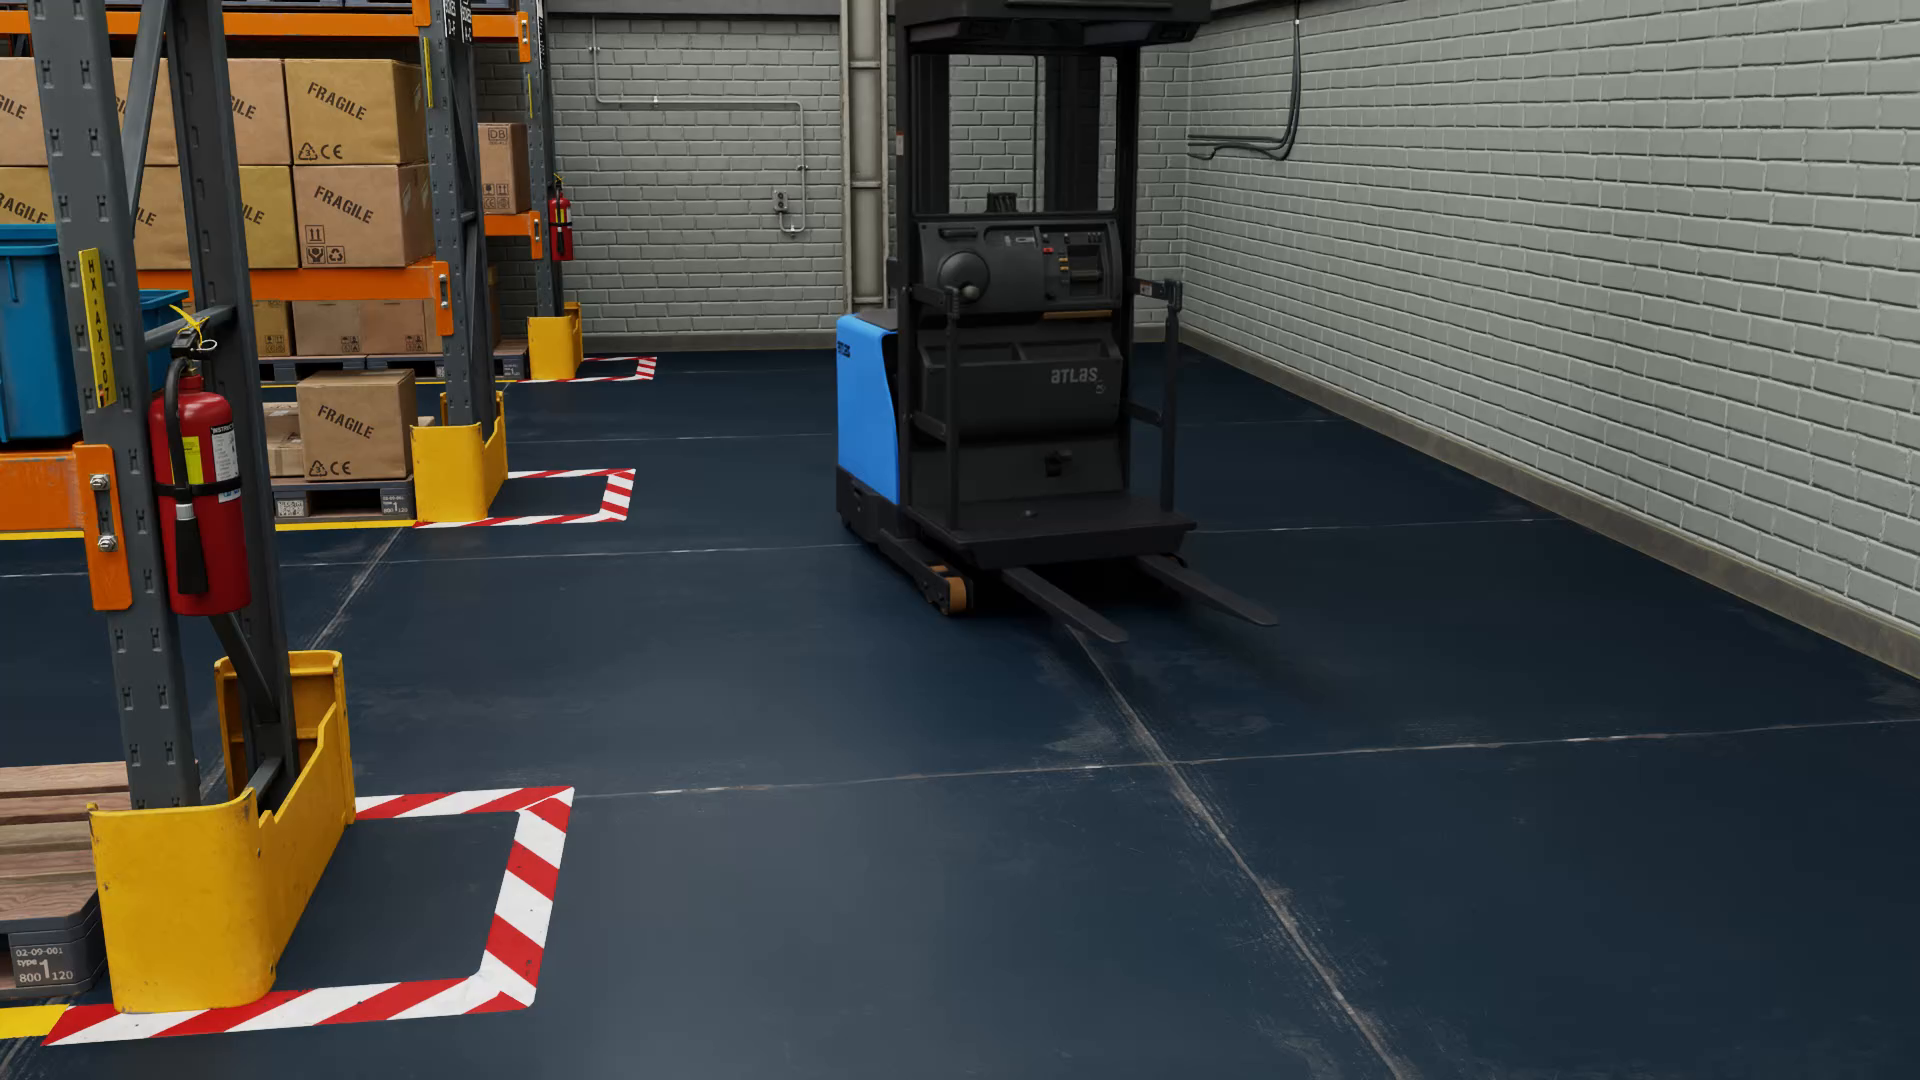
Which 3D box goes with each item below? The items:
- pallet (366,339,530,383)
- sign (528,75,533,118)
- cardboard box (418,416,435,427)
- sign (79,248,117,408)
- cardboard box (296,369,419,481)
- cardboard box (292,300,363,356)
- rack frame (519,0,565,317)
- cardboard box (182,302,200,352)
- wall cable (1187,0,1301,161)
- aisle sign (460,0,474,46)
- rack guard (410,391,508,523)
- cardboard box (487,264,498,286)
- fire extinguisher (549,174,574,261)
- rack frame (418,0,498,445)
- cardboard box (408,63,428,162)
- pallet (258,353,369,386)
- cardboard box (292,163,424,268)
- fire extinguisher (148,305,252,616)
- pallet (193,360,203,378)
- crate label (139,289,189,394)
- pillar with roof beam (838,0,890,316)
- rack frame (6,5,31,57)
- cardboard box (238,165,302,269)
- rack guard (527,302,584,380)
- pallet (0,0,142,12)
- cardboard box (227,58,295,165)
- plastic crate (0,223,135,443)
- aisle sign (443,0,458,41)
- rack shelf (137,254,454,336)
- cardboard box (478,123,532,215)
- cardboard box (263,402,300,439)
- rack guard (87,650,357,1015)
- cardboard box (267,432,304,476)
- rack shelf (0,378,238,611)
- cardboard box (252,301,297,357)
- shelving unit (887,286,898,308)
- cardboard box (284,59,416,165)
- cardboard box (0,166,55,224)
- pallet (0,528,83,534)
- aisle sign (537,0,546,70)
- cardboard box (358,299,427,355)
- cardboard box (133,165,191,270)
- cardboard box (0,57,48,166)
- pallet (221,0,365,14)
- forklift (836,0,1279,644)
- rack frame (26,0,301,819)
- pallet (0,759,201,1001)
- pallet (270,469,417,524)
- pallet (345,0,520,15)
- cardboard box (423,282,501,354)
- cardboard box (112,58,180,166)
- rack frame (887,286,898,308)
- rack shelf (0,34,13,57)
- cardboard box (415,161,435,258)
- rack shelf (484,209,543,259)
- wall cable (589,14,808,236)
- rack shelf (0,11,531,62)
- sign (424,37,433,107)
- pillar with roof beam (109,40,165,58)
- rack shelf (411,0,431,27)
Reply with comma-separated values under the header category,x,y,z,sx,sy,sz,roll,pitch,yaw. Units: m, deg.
category,x,y,z,sx,sy,sz,roll,pitch,yaw
pallet,-4.165,-1.481,13.692,1.213,0.211,1.003,-2,14,-8
sign,-3.318,-3.426,12.851,0.005,0.325,0.100,-2,14,-8
cardboard box,-3.109,-0.588,9.355,0.250,0.149,0.380,-2,14,-8
sign,-1.812,-0.445,3.496,0.005,0.325,0.100,-2,14,-8
cardboard box,-3.145,-0.612,8.728,0.500,0.500,0.500,-2,14,-8
cardboard box,-5.055,-1.786,13.453,0.500,0.500,0.700,-3,14,-10
rack frame,-3.386,-2.881,13.543,0.127,3.000,1.000,-2,14,-8
cardboard box,-6.089,-1.747,13.297,0.500,0.500,0.700,-2,14,-9
wall cable,2.261,-4.404,13.666,0.112,2.526,3.097,-2,14,-8
aisle sign,-2.620,-3.024,8.768,0.004,0.787,0.394,-2,14,-8
rack guard,-2.719,-0.474,9.086,0.348,0.500,1.175,-2,14,-8
cardboard box,-3.969,-2.190,13.730,0.250,0.149,0.380,-2,14,-8
fire extinguisher,-3.168,-2.557,13.177,0.183,0.674,0.296,-2,14,-8
rack frame,-2.644,-1.690,8.792,0.127,3.000,1.000,-2,14,-8
cardboard box,-3.122,-2.270,8.847,0.500,0.500,0.500,-2,14,-7
pallet,-5.368,-1.437,13.519,1.213,0.211,1.003,-2,14,-8
cardboard box,-3.046,-1.656,8.454,0.500,0.500,0.500,-2,14,-7
fire extinguisher,-1.693,-0.176,3.682,0.183,0.674,0.296,-2,14,-8
pallet,-6.577,-1.392,13.339,1.213,0.211,1.003,-2,14,-8
crate label,-2.203,-0.516,4.334,0.303,0.233,0.416,-2,14,-8
pillar with roof beam,-0.203,-5.061,9.904,0.400,9.000,9.100,-2,14,-8
rack frame,-7.341,-2.736,12.965,0.127,3.000,1.000,-2,14,-8
cardboard box,-3.559,-1.637,8.376,0.500,0.500,0.500,-2,14,-8
rack guard,-3.362,-1.669,13.851,0.348,0.500,1.175,-2,14,-8
pallet,-6.530,-4.175,12.719,1.213,0.211,1.003,-2,14,-8
cardboard box,-3.542,-2.122,8.257,0.500,0.500,0.500,-2,14,-7
plastic crate,-2.213,-0.487,3.802,0.499,0.435,0.616,-2,14,-8
aisle sign,-2.531,-2.879,8.192,0.004,0.787,0.394,-2,14,-8
rack shelf,-4.622,-1.268,8.591,4.000,0.370,1.077,-2,14,-8
cardboard box,-3.888,-3.006,13.423,0.700,0.700,0.980,-1,14,-6
cardboard box,-3.718,-0.600,9.195,0.500,0.250,0.500,-2,14,-8
rack guard,-1.888,0.711,4.361,0.348,0.500,1.175,-2,14,-8
cardboard box,-3.559,-0.457,8.797,0.250,0.166,0.380,-2,14,-8
rack shelf,-3.887,-0.077,3.839,4.000,0.370,1.077,-2,14,-8
cardboard box,-5.581,-1.765,13.369,0.500,0.500,0.700,-2,14,-7
shelving unit,-0.107,-0.769,8.821,0.503,1.200,0.258,-5,15,-19
cardboard box,-3.043,-2.141,8.331,0.500,0.500,0.500,-2,14,-9
cardboard box,-4.551,-1.602,8.237,0.500,0.500,0.500,-2,14,-9
pallet,-4.711,-0.262,8.831,1.213,0.211,1.003,-2,14,-8
aisle sign,-3.270,-4.072,12.950,0.004,0.787,0.394,-2,14,-8
cardboard box,-4.558,-1.805,13.527,0.500,0.500,0.700,-2,14,-8
cardboard box,-4.053,-1.620,8.309,0.500,0.500,0.500,-2,14,-8
cardboard box,-4.562,-2.084,8.103,0.500,0.500,0.500,-2,14,-7
pallet,-5.327,-4.218,12.892,1.213,0.211,1.003,-2,14,-8
forklift,0.343,-1.218,7.052,1.130,2.935,3.031,-5,15,-19
rack frame,-1.910,-0.498,4.041,0.127,3.000,1.000,-2,14,-8
pallet,-2.731,0.875,4.298,1.213,0.211,1.003,-2,14,-8
pallet,-3.507,-0.305,9.005,1.213,0.211,1.003,-2,14,-8
pallet,-4.118,-4.264,13.072,1.213,0.211,1.003,-2,14,-8
cardboard box,-4.063,-1.823,13.599,0.500,0.500,0.700,-2,14,-8
cardboard box,-4.054,-2.102,8.177,0.500,0.500,0.500,-2,14,-7
rack frame,-0.337,-0.749,8.740,0.015,1.200,0.240,-5,15,-19
rack shelf,-9.319,-3.770,12.399,4.000,0.370,1.077,-2,14,-8
cardboard box,-3.122,-1.785,8.969,0.500,0.500,0.500,-2,14,-7
rack shelf,-5.363,-2.460,13.342,4.000,0.370,1.077,-2,14,-8
wall cable,-2.260,-3.648,14.512,1.851,1.984,0.084,-2,14,-8
rack shelf,-5.363,-3.914,12.977,4.000,0.370,1.077,-2,14,-8
sign,-2.581,-2.270,8.078,0.005,0.325,0.100,-2,14,-8
pillar with roof beam,-6.136,-4.844,9.037,0.400,9.000,9.100,-2,14,-8
rack shelf,-4.622,-2.723,8.226,4.000,0.370,1.077,-2,14,-8
